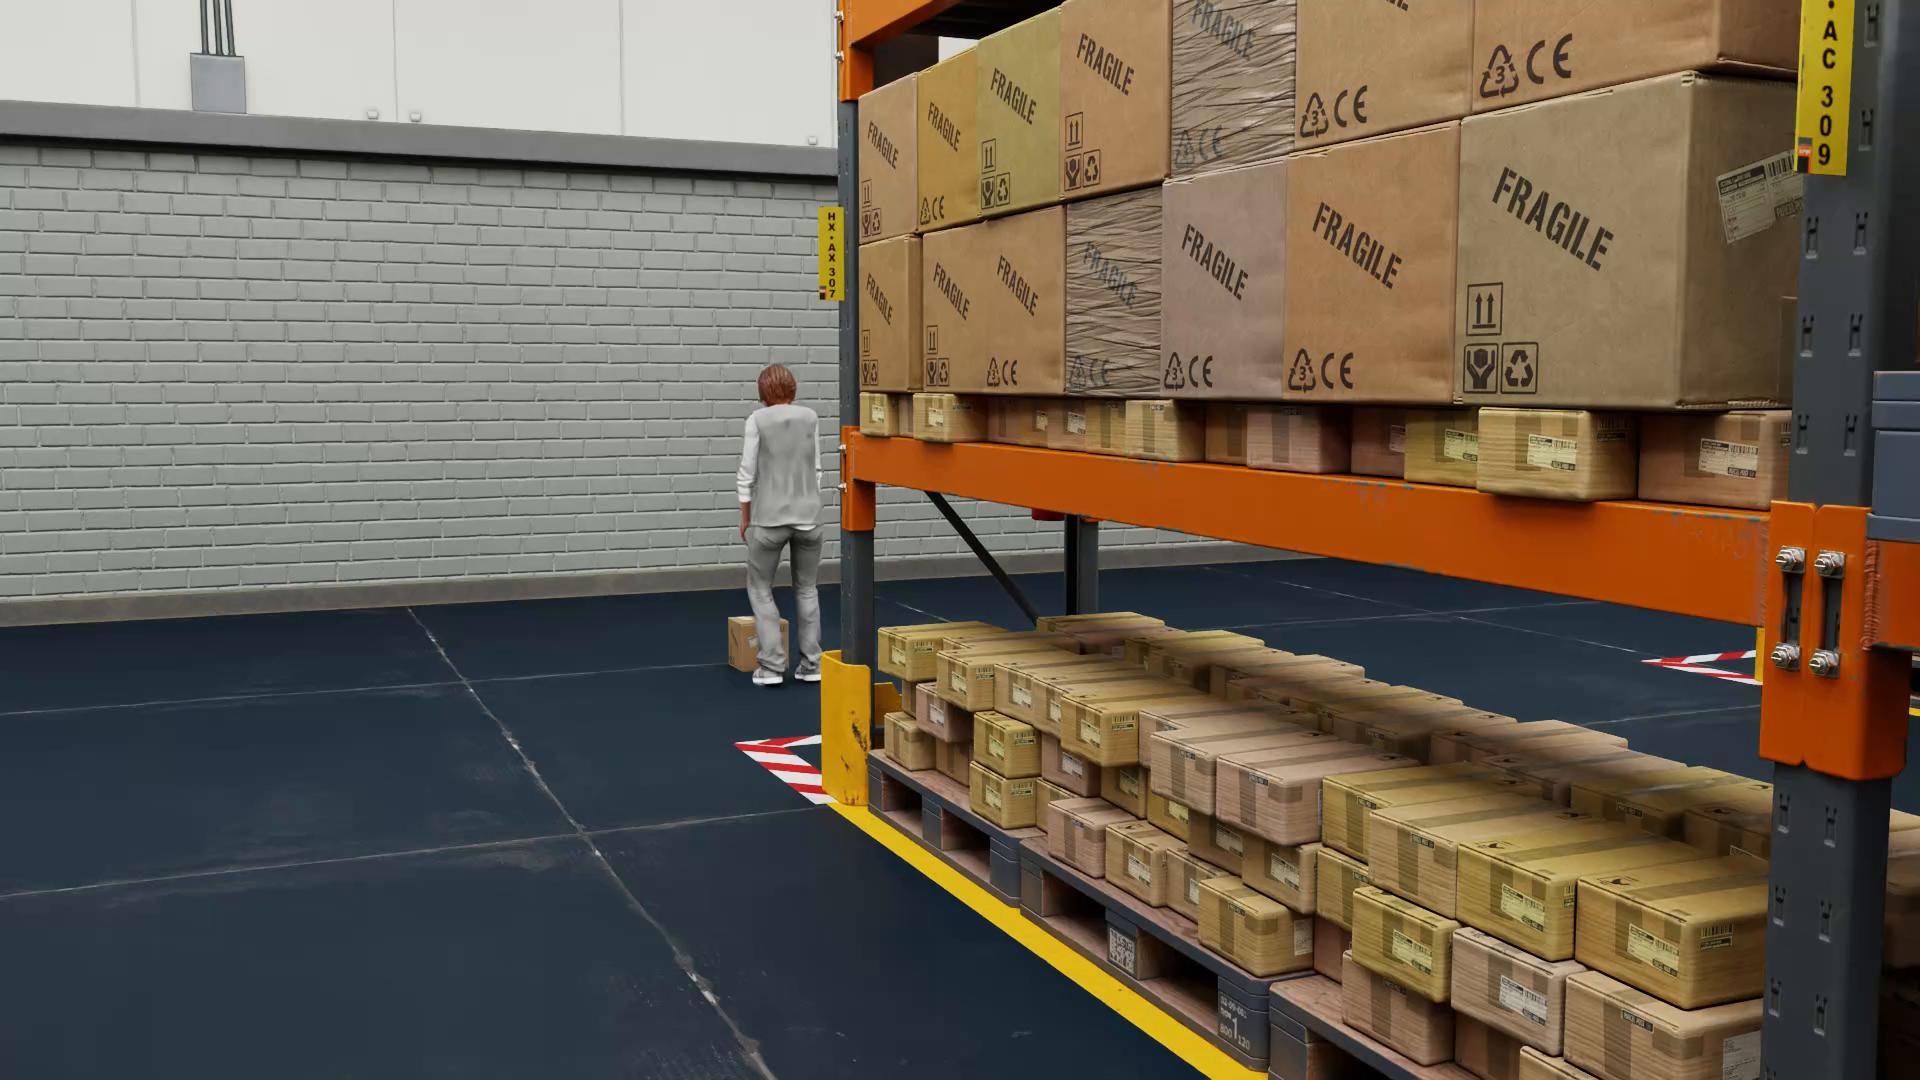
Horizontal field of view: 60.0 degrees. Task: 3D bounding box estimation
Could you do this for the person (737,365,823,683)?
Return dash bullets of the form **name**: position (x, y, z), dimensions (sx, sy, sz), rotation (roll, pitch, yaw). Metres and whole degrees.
- **person**: position (-0.877, -0.062, 8.141), dimensions (0.423, 1.550, 0.368), rotation (-2, 6, -22)
